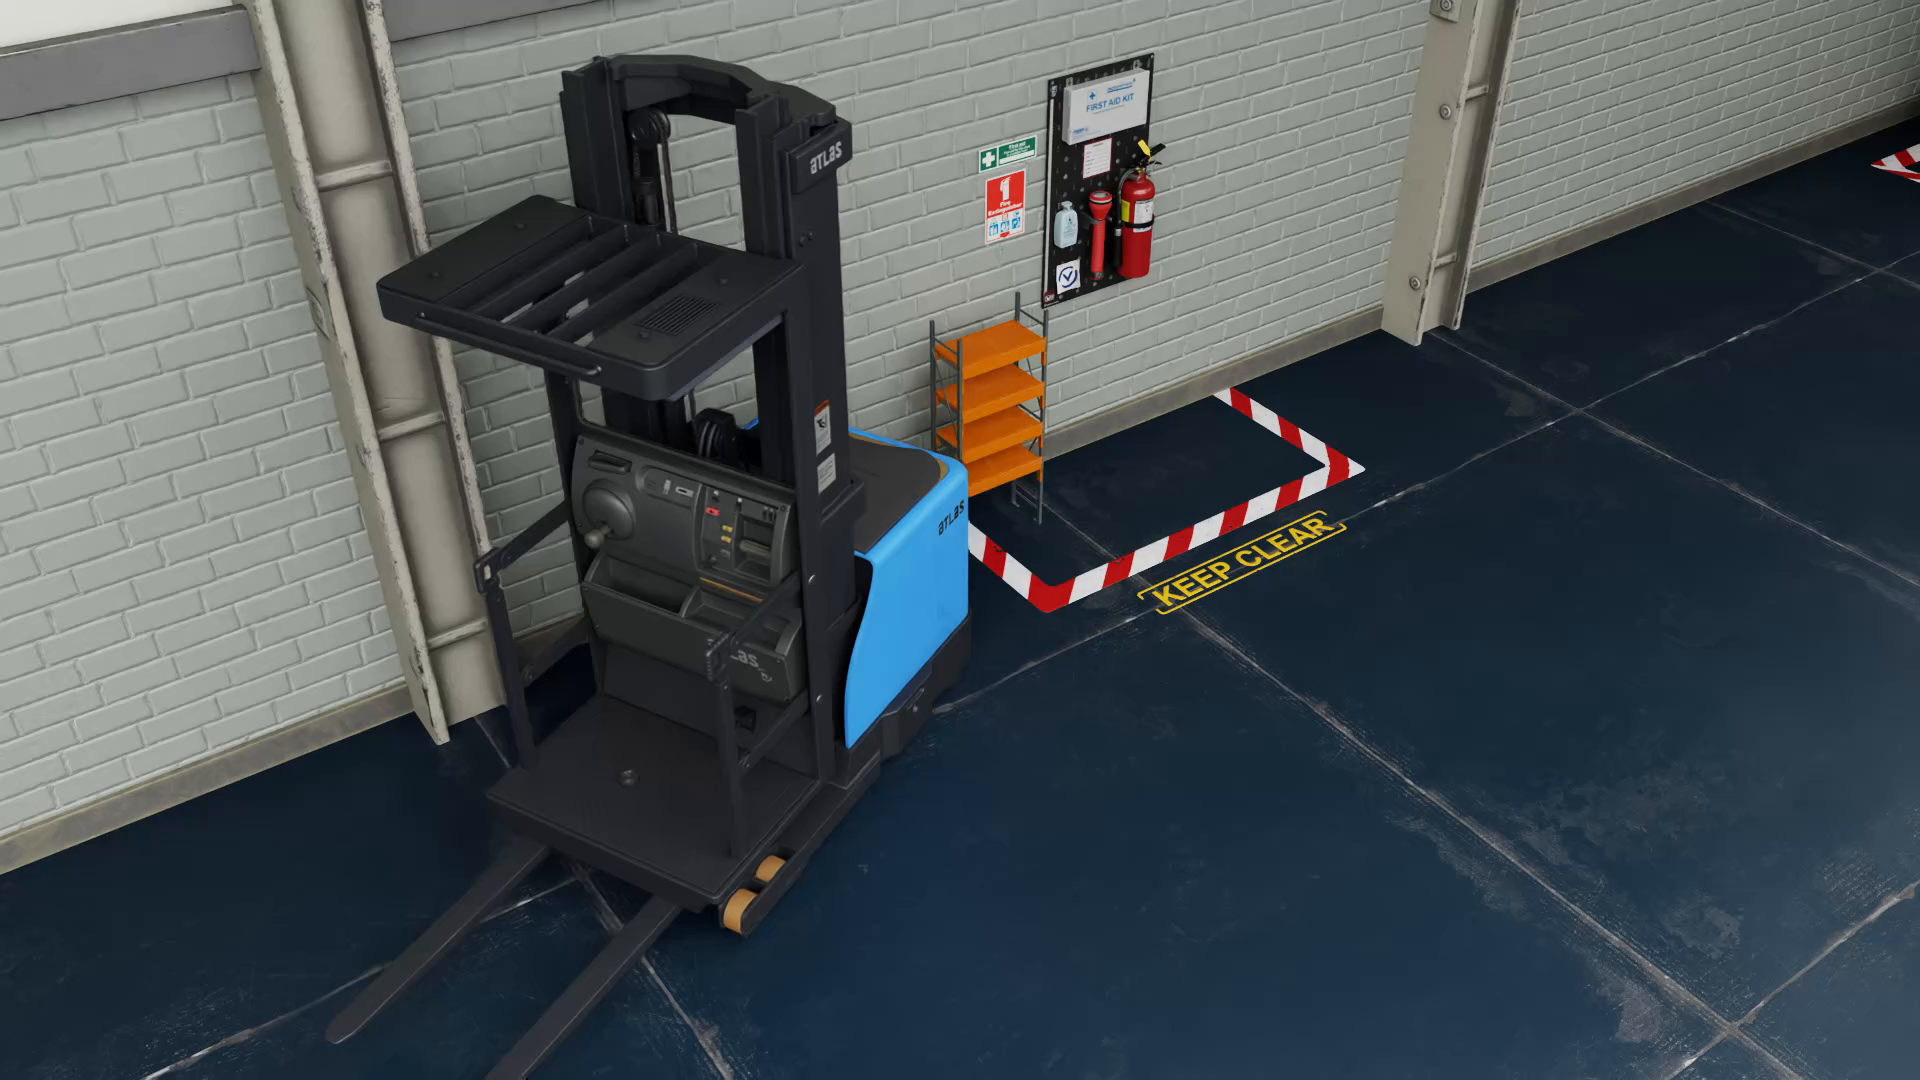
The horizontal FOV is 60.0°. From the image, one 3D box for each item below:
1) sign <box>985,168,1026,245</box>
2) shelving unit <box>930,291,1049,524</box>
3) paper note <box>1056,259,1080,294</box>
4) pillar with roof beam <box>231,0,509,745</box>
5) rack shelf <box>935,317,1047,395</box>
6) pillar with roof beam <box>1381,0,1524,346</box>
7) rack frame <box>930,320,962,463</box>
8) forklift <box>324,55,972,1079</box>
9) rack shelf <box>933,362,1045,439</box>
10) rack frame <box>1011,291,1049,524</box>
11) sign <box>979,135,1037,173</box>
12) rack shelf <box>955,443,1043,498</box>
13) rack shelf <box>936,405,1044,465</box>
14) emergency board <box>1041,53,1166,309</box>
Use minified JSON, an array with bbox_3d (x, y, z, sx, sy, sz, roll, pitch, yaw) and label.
[{"bbox_3d":[0.213,-1.570,7.834,0.234,0.329,0.001,-22,41,-28],"label":"sign"},{"bbox_3d":[0.135,-0.543,7.977,0.503,1.200,0.258,-22,41,-28],"label":"shelving unit"},{"bbox_3d":[0.540,-1.308,8.255,0.142,0.148,0.016,-22,41,-28],"label":"paper note"},{"bbox_3d":[0.342,-0.868,1.750,0.400,9.000,9.100,-22,41,-28],"label":"pillar with roof beam"},{"bbox_3d":[0.135,-0.862,7.748,0.480,0.148,0.258,-22,41,-28],"label":"rack shelf"},{"bbox_3d":[5.246,-2.886,4.556,0.400,9.000,9.100,-22,41,-28],"label":"pillar with roof beam"},{"bbox_3d":[-0.064,-0.461,7.863,0.015,1.200,0.240,-22,41,-28],"label":"rack frame"},{"bbox_3d":[-1.104,-0.025,5.775,1.130,2.935,3.031,18,39,23],"label":"forklift"},{"bbox_3d":[0.135,-0.670,7.886,0.480,0.148,0.258,-22,41,-28],"label":"rack shelf"},{"bbox_3d":[0.335,-0.625,8.091,0.015,1.200,0.240,-22,41,-28],"label":"rack frame"},{"bbox_3d":[0.222,-1.783,7.675,0.331,0.109,0.001,-22,41,-28],"label":"sign"},{"bbox_3d":[0.135,-0.327,8.132,0.480,0.148,0.258,-22,41,-28],"label":"rack shelf"},{"bbox_3d":[0.135,-0.488,8.016,0.480,0.148,0.258,-22,41,-28],"label":"rack shelf"},{"bbox_3d":[0.724,-1.693,8.034,0.643,1.169,0.194,-22,41,-28],"label":"emergency board"}]
